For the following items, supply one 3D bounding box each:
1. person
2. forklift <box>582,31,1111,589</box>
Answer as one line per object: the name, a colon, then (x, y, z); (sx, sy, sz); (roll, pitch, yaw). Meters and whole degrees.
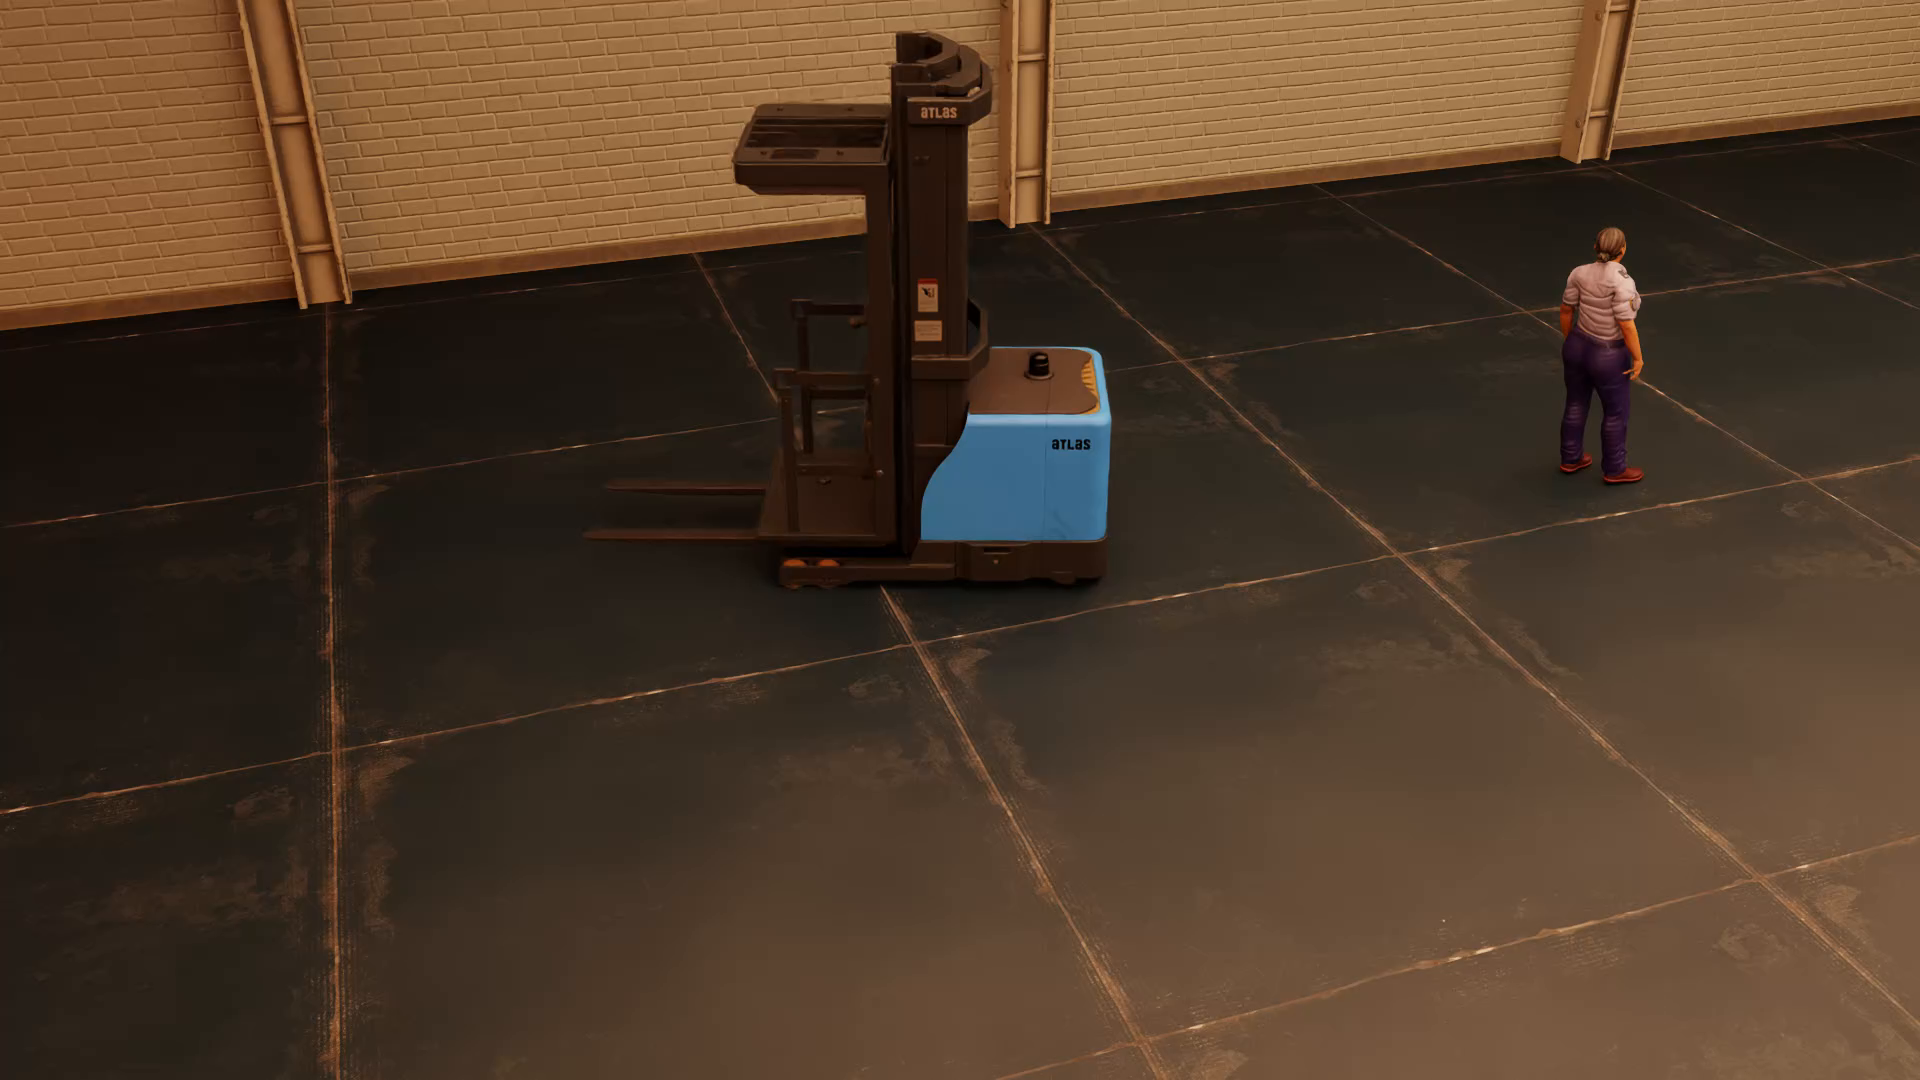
person: (4.055, -1.170, 10.394); (0.502, 1.651, 0.598); (-18, 35, -29)
forklift: (-0.671, -1.255, 9.269); (3.031, 2.935, 1.130); (0, 30, 0)
